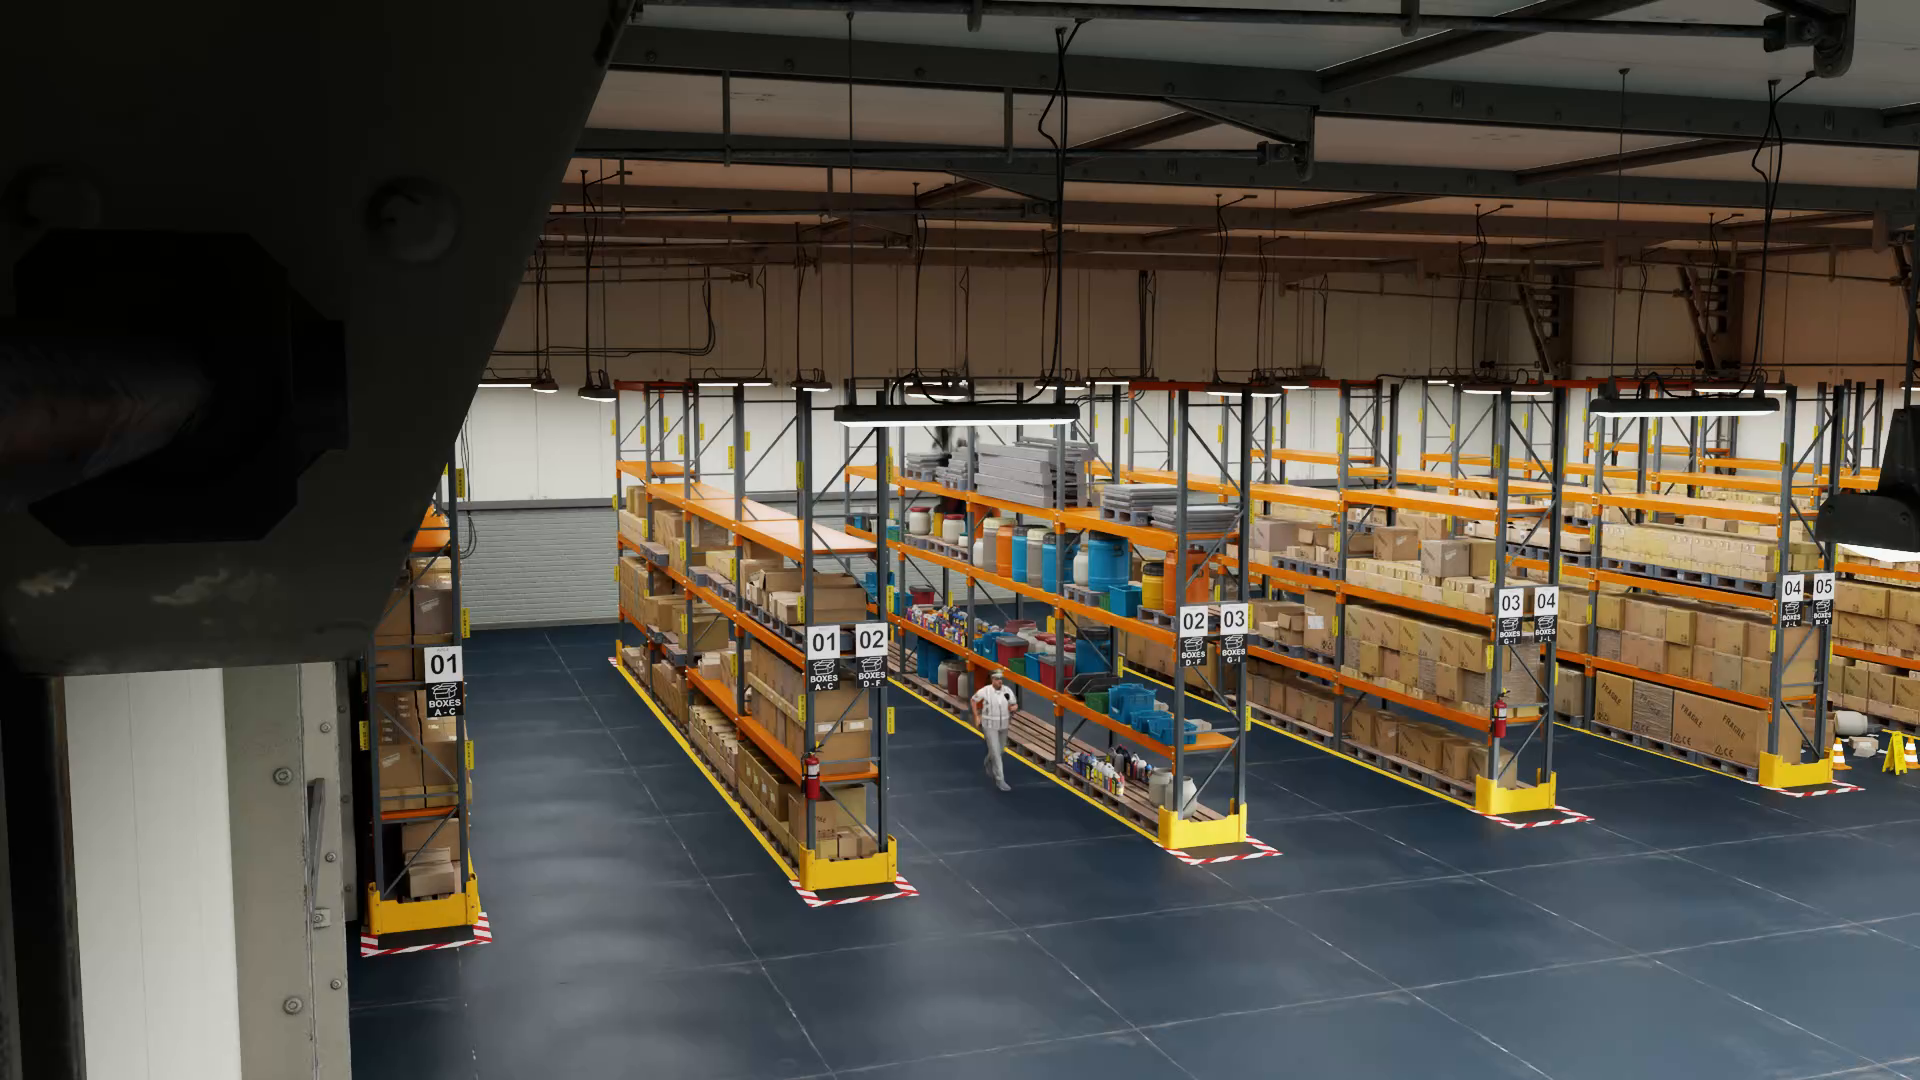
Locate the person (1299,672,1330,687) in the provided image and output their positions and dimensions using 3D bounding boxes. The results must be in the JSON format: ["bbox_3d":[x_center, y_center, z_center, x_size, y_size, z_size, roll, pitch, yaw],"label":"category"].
[{"bbox_3d":[6.834,2.138,31.800,0.607,1.632,0.941,-2,6,-20],"label":"person"}]

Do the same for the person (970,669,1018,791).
[{"bbox_3d":[0.544,2.787,24.936,0.660,1.773,0.952,-3,7,-25],"label":"person"}]

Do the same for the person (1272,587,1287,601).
[{"bbox_3d":[8.196,0.958,42.495,0.655,1.766,0.889,5,8,40],"label":"person"}]
